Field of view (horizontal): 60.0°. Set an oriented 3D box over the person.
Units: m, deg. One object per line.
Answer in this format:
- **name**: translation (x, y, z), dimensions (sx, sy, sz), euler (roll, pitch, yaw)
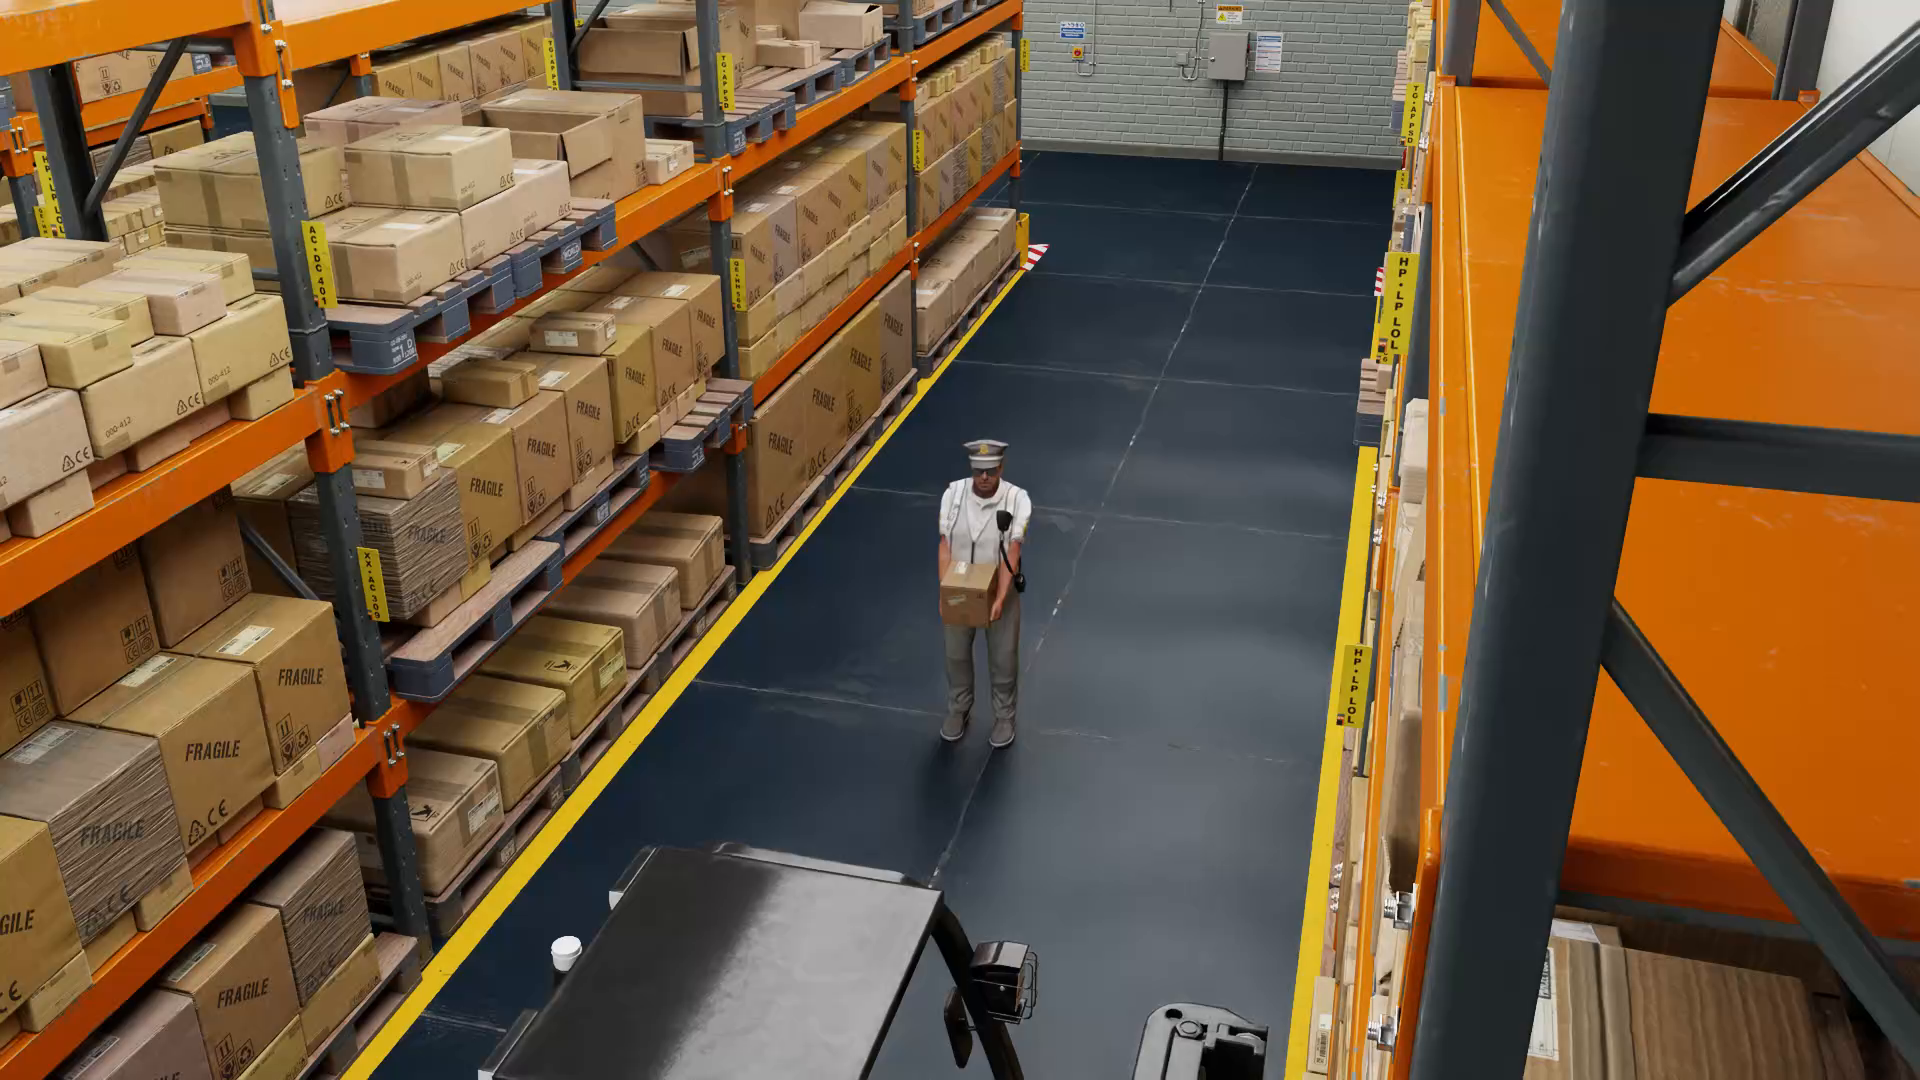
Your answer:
- **person**: translation (0.116, 0.296, 8.958), dimensions (0.490, 1.771, 0.567), euler (6, 26, 12)
